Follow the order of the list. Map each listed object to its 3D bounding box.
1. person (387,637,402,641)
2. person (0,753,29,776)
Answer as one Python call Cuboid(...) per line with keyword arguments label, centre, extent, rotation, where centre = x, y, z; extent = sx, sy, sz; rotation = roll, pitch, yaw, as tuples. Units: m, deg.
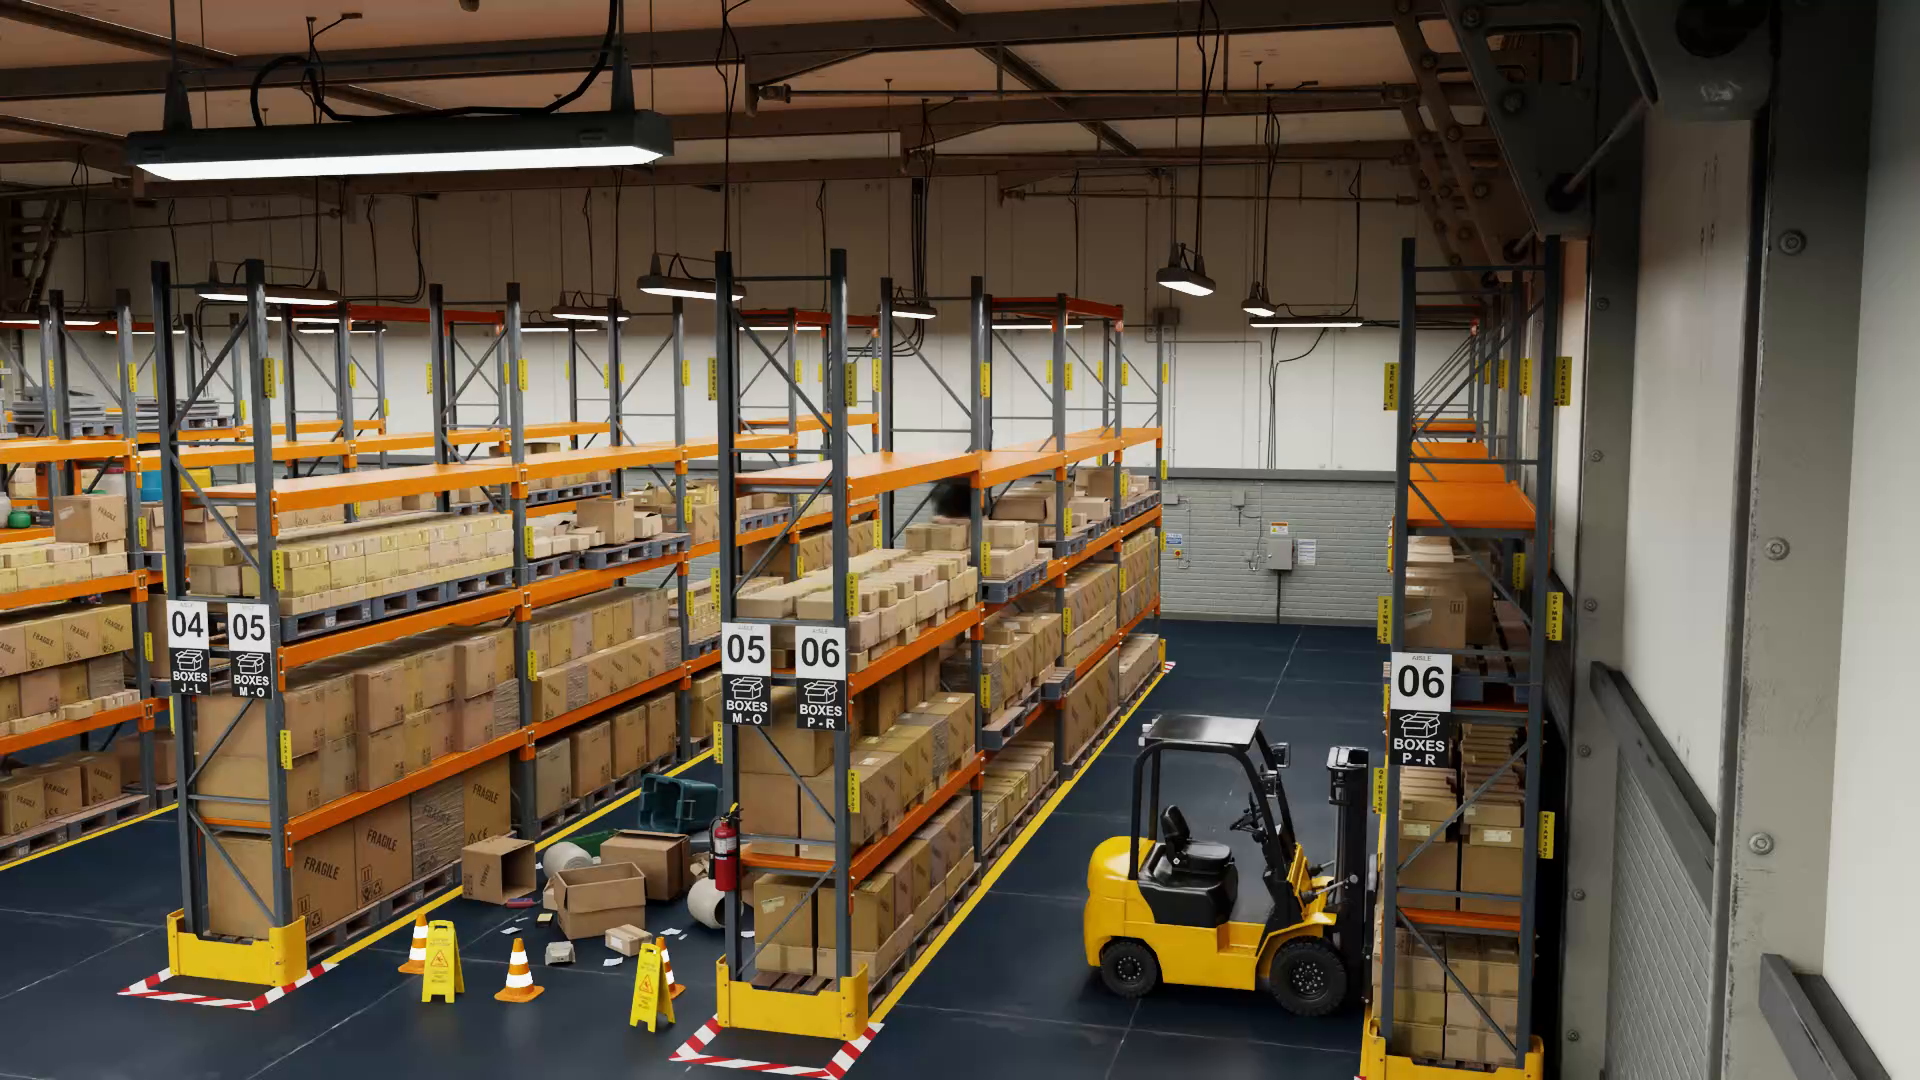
Cuboid(label="person", centre=(-7.356, 2.040, 21.599), extent=(0.704, 1.709, 0.539), rotation=(1, 6, 10))
Cuboid(label="person", centre=(-11.386, 2.235, 19.770), extent=(0.635, 1.673, 0.564), rotation=(2, 6, 18))
